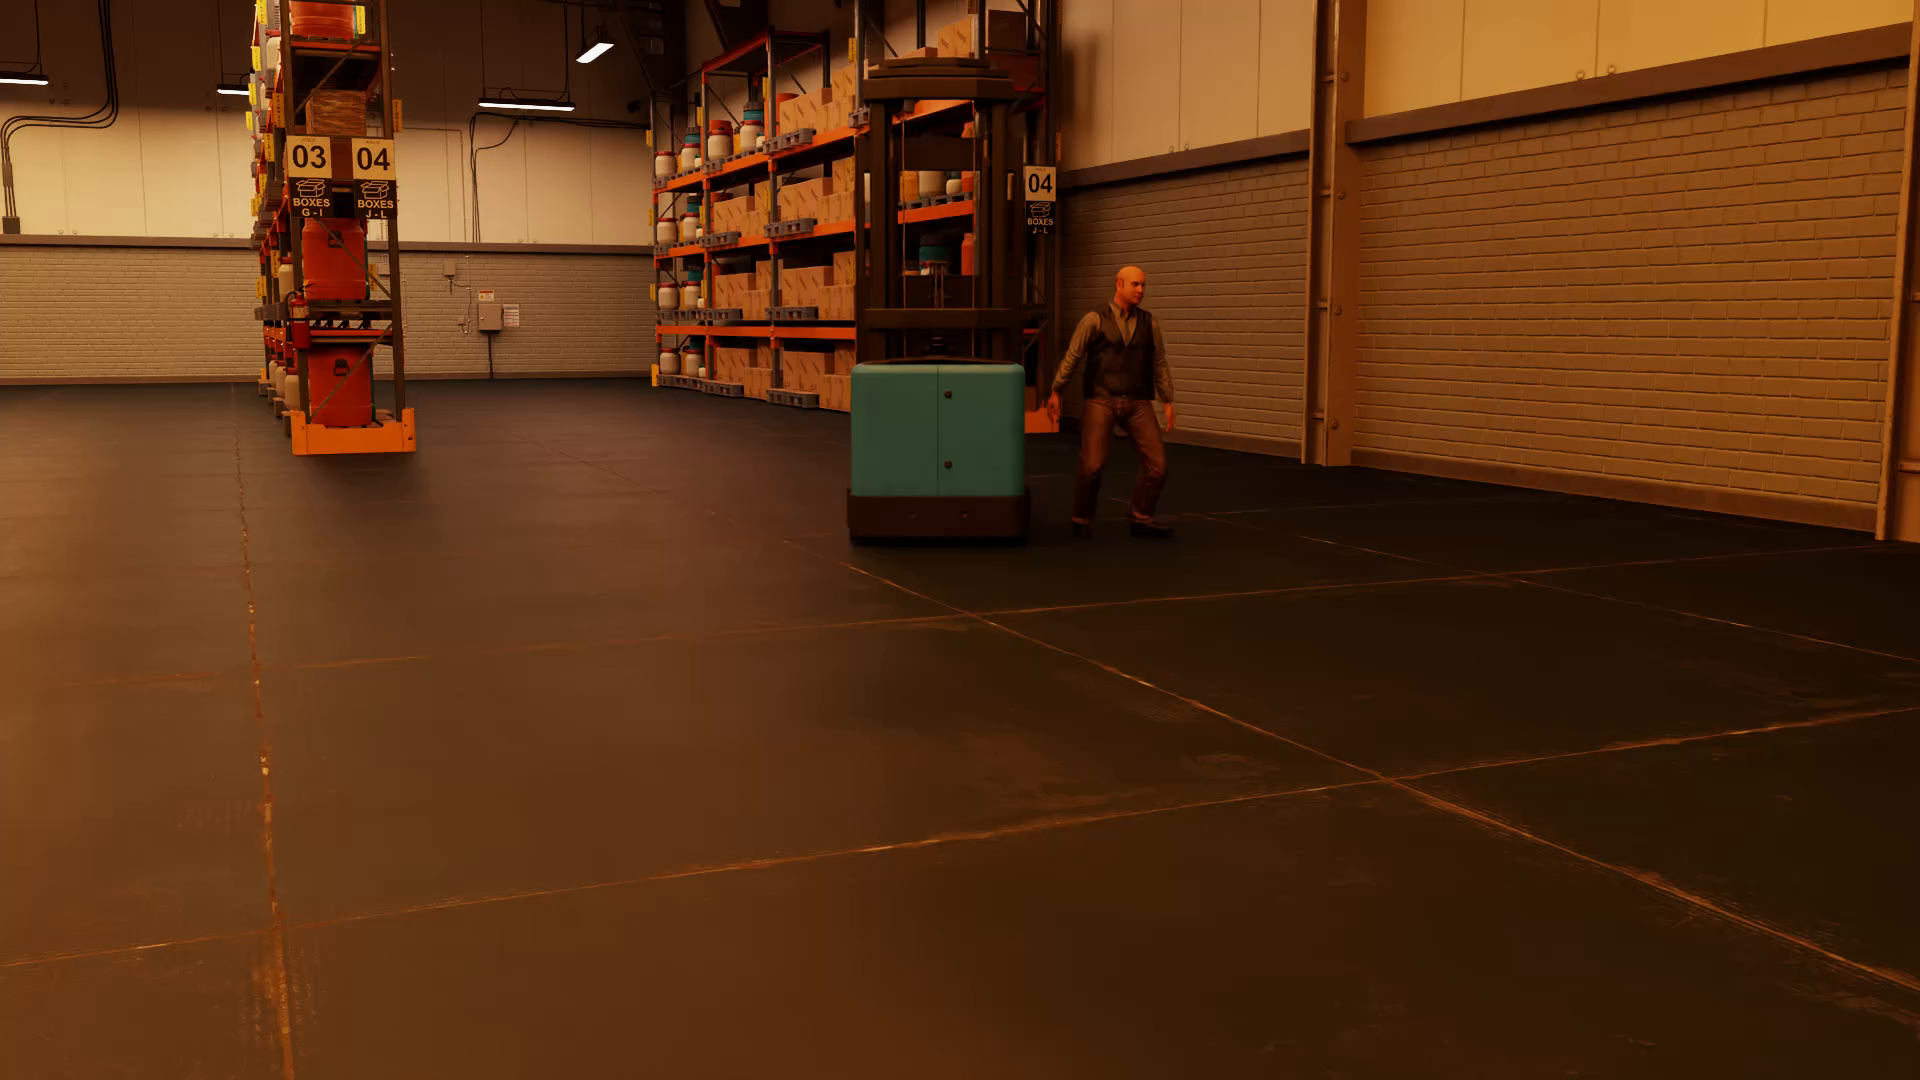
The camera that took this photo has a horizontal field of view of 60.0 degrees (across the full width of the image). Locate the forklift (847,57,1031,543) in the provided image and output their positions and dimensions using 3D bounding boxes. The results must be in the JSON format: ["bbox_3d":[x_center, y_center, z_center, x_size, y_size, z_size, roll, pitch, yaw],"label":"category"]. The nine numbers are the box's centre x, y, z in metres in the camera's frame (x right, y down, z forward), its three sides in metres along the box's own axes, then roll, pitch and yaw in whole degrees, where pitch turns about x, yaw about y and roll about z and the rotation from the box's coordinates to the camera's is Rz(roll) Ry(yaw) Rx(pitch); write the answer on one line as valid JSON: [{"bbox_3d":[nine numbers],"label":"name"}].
[{"bbox_3d":[-0.136,-1.597,11.056,1.130,2.935,3.031,0,8,0],"label":"forklift"}]

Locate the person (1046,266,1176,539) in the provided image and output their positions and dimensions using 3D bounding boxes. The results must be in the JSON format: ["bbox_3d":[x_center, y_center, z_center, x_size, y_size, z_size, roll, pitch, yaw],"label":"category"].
[{"bbox_3d":[0.933,-0.818,10.199,0.815,1.702,0.394,-1,8,-7],"label":"person"}]
